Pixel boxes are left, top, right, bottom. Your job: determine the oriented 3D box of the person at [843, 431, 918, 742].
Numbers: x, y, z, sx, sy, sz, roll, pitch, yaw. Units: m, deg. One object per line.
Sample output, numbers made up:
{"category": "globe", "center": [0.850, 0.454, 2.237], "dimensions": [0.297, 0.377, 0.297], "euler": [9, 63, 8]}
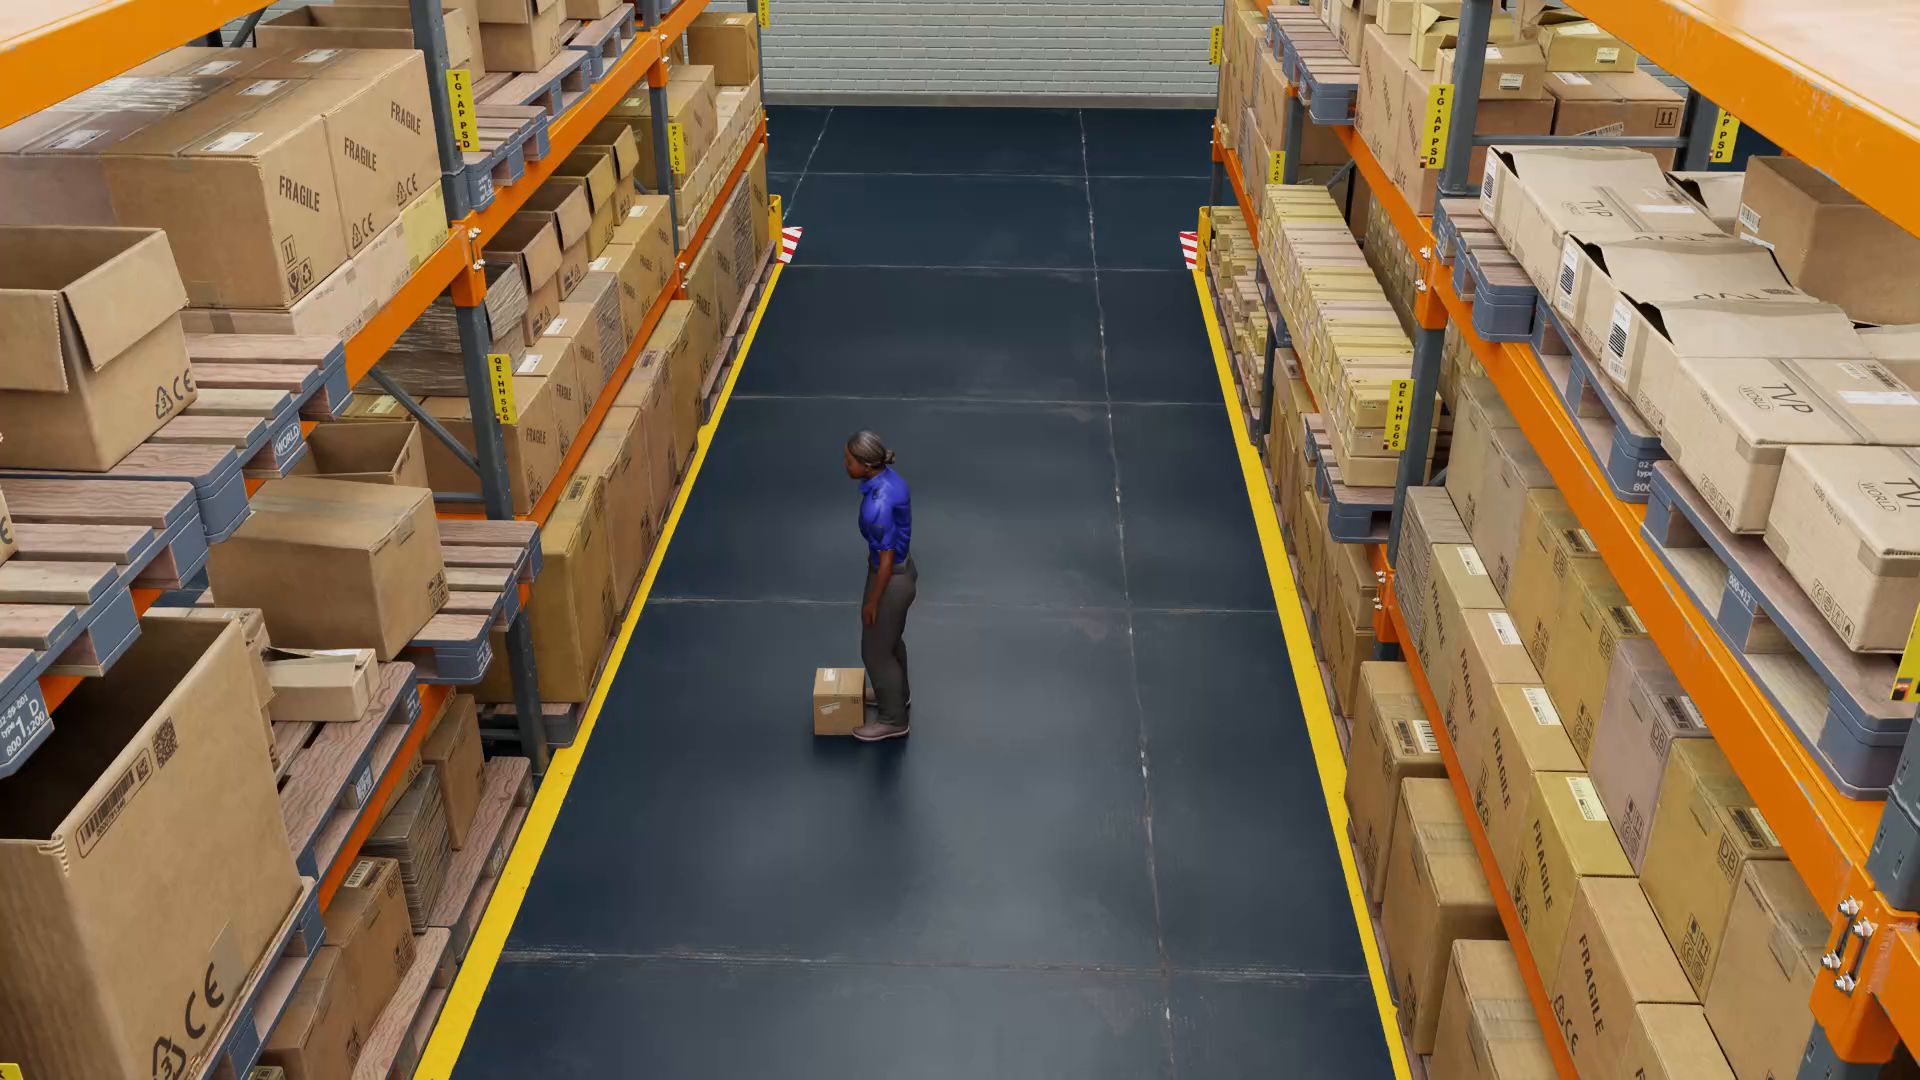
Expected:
{"category": "person", "center": [-0.384, 0.210, 8.233], "dimensions": [0.346, 1.655, 0.506], "euler": [1, 28, 2]}
